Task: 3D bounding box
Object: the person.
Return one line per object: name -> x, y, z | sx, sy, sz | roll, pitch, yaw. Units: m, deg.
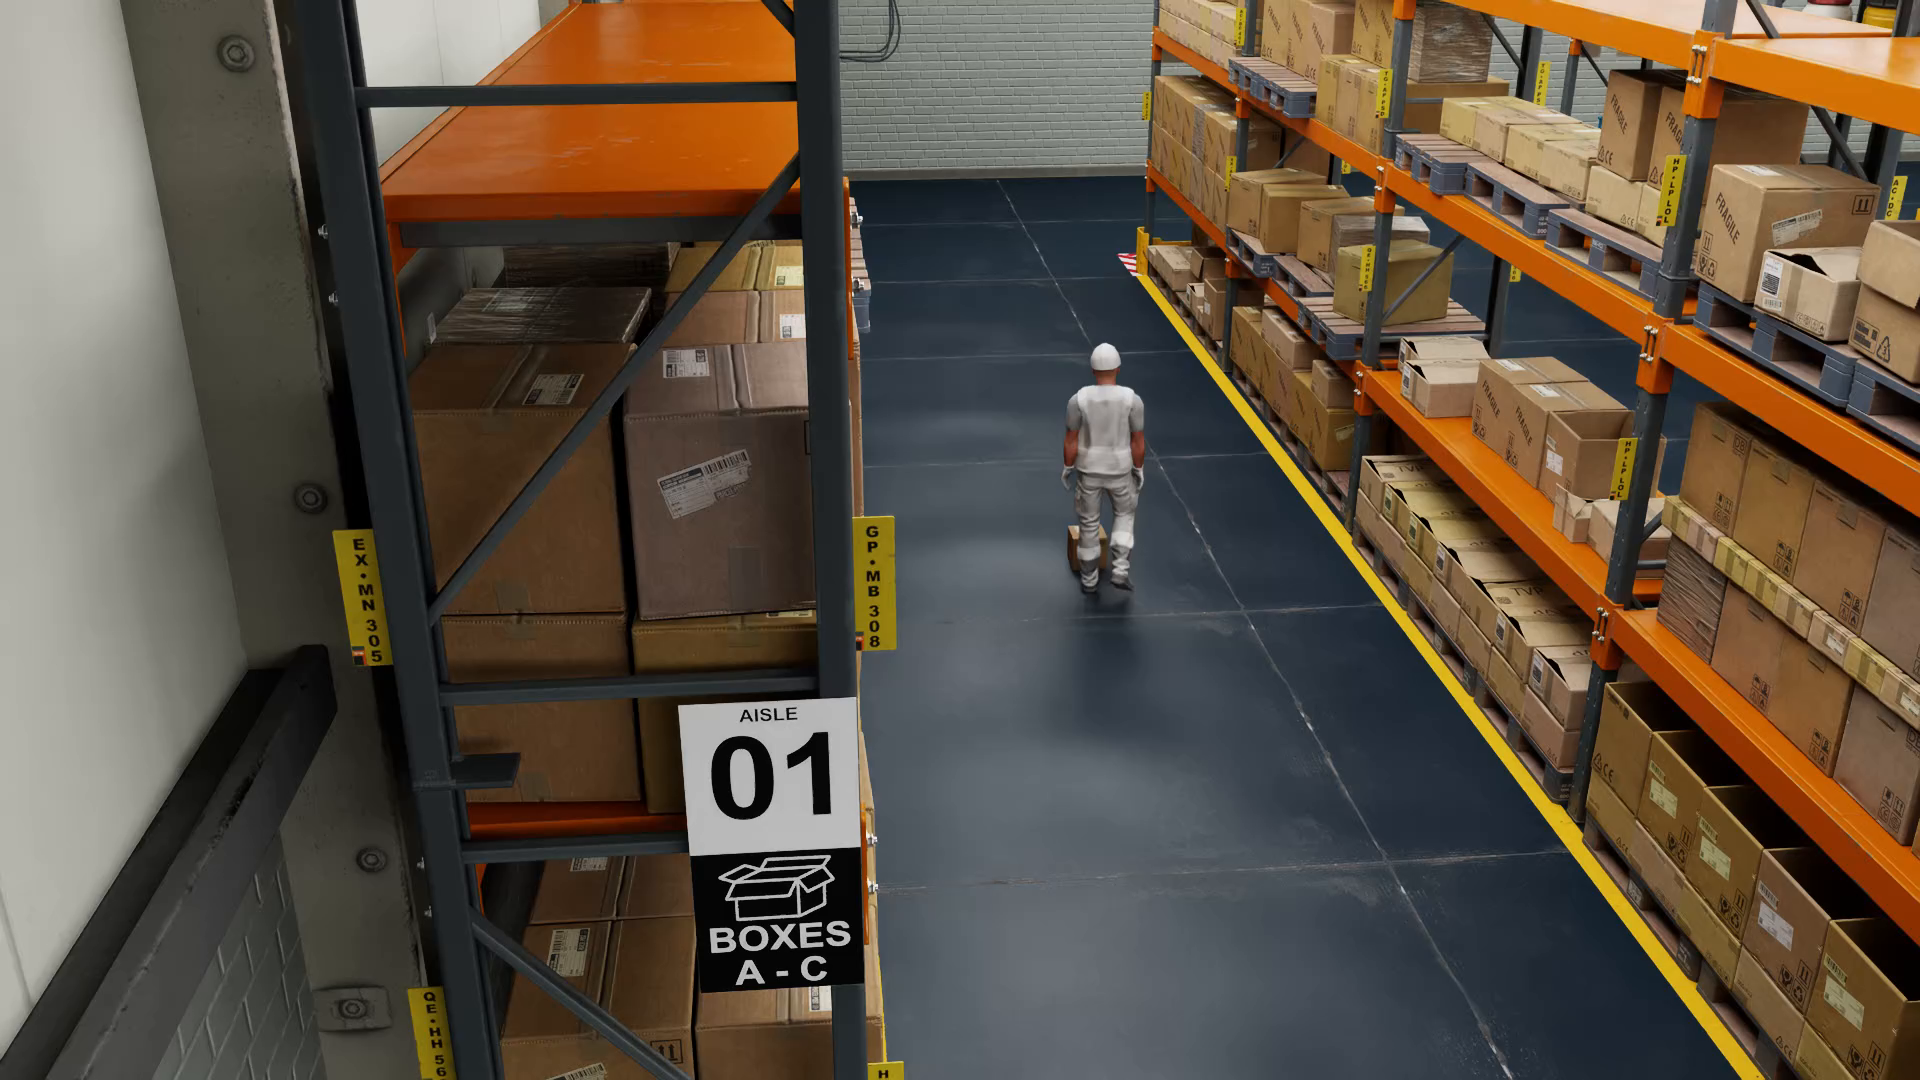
person -> 0.975, -0.466, 11.328 | 0.563, 1.794, 0.484 | 1, 24, 3
